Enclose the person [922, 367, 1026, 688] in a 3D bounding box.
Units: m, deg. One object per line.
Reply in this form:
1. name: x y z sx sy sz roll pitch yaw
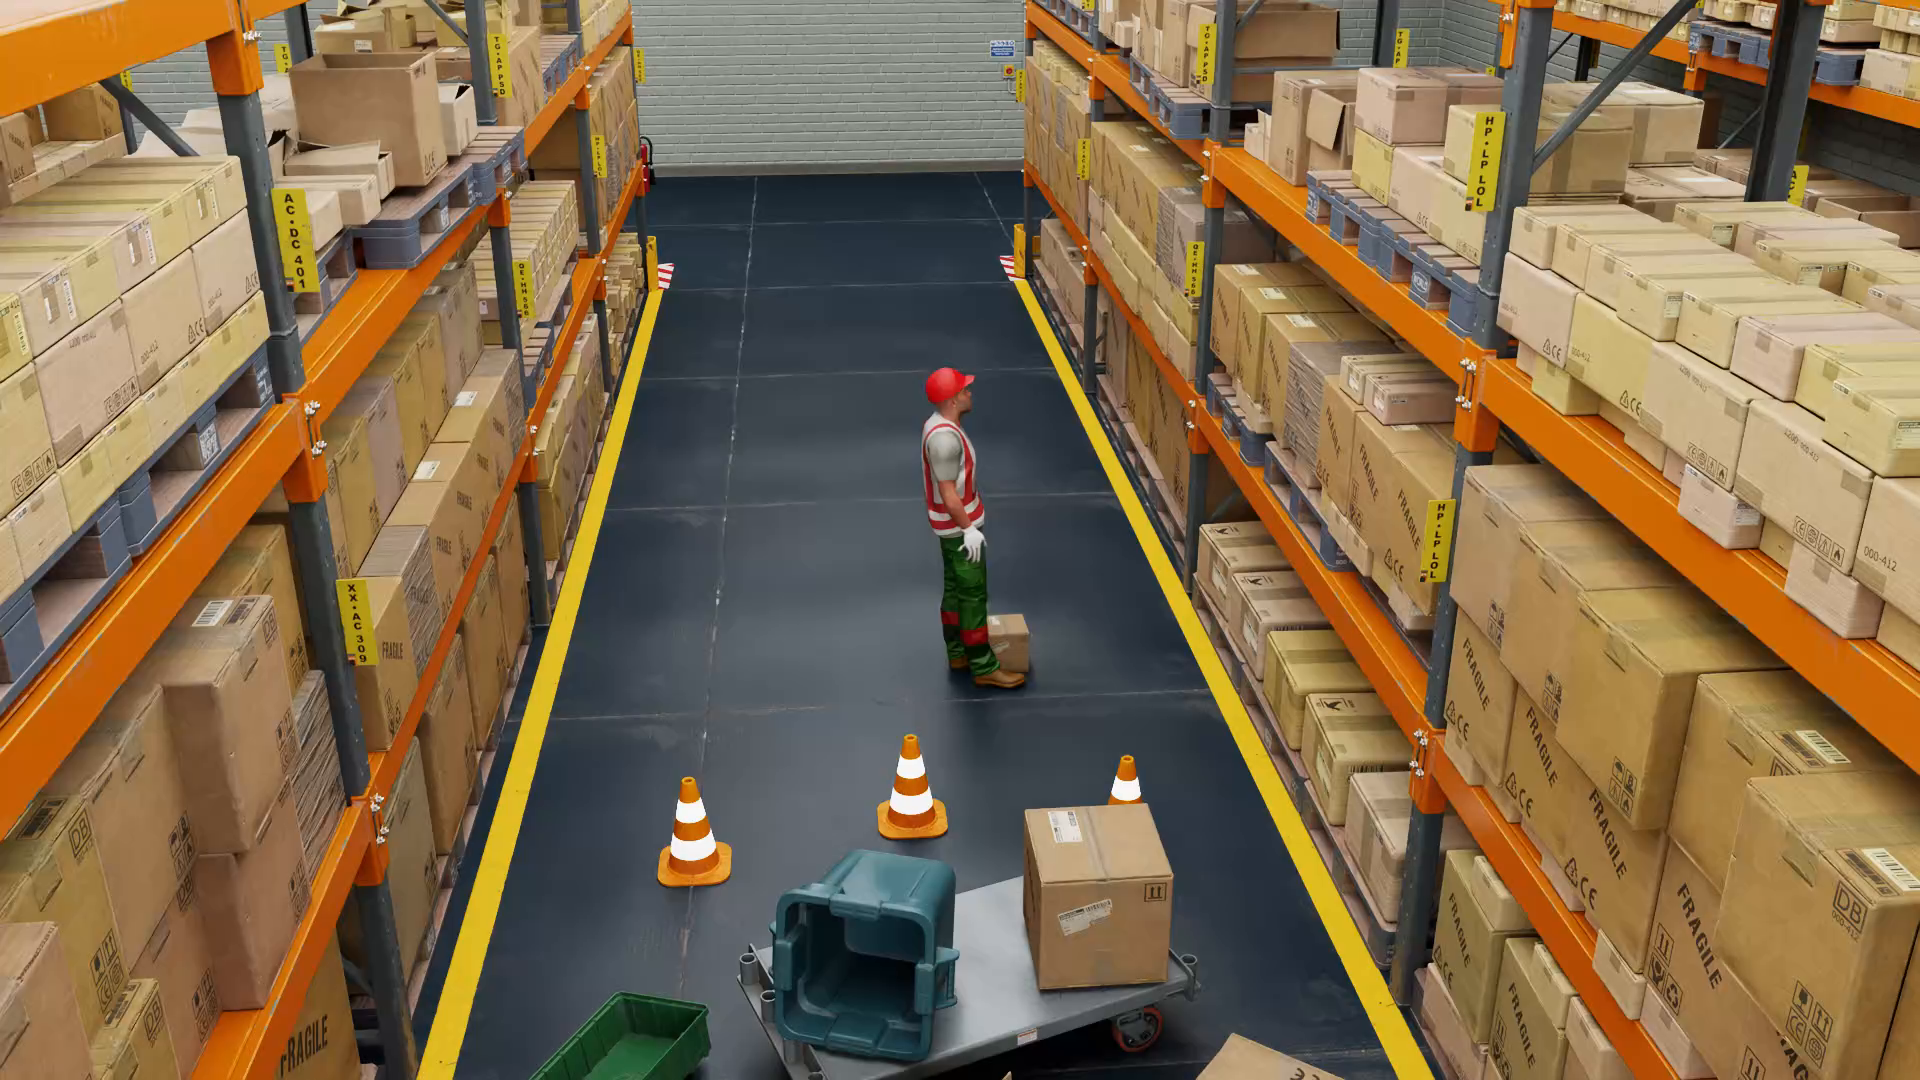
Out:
1. person: 0.070 -0.092 9.258 0.562 1.788 0.624 -2 24 -5
